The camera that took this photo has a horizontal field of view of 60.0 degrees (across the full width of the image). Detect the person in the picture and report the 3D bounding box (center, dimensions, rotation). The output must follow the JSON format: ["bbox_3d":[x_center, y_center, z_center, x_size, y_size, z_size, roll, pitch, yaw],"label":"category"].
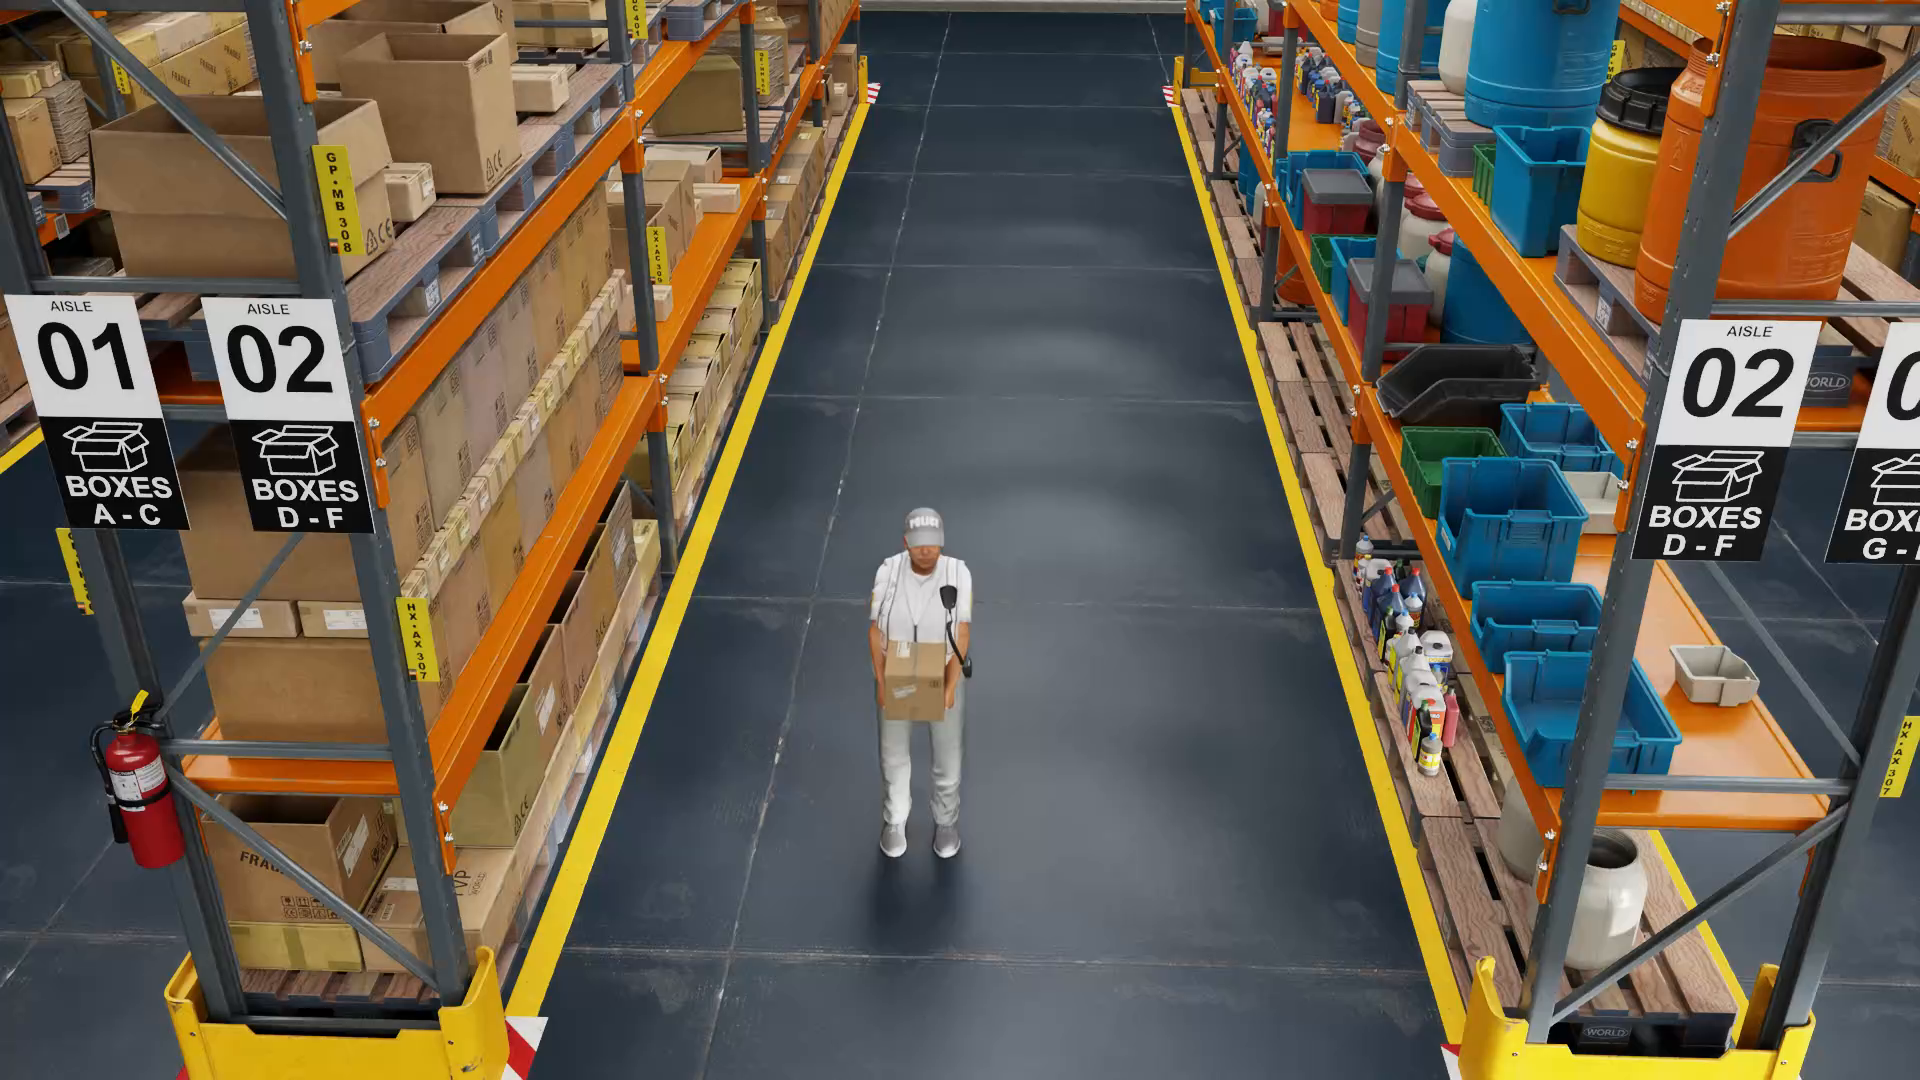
[{"bbox_3d":[-0.175,0.660,7.397,0.453,1.655,0.541,1,28,2],"label":"person"}]
